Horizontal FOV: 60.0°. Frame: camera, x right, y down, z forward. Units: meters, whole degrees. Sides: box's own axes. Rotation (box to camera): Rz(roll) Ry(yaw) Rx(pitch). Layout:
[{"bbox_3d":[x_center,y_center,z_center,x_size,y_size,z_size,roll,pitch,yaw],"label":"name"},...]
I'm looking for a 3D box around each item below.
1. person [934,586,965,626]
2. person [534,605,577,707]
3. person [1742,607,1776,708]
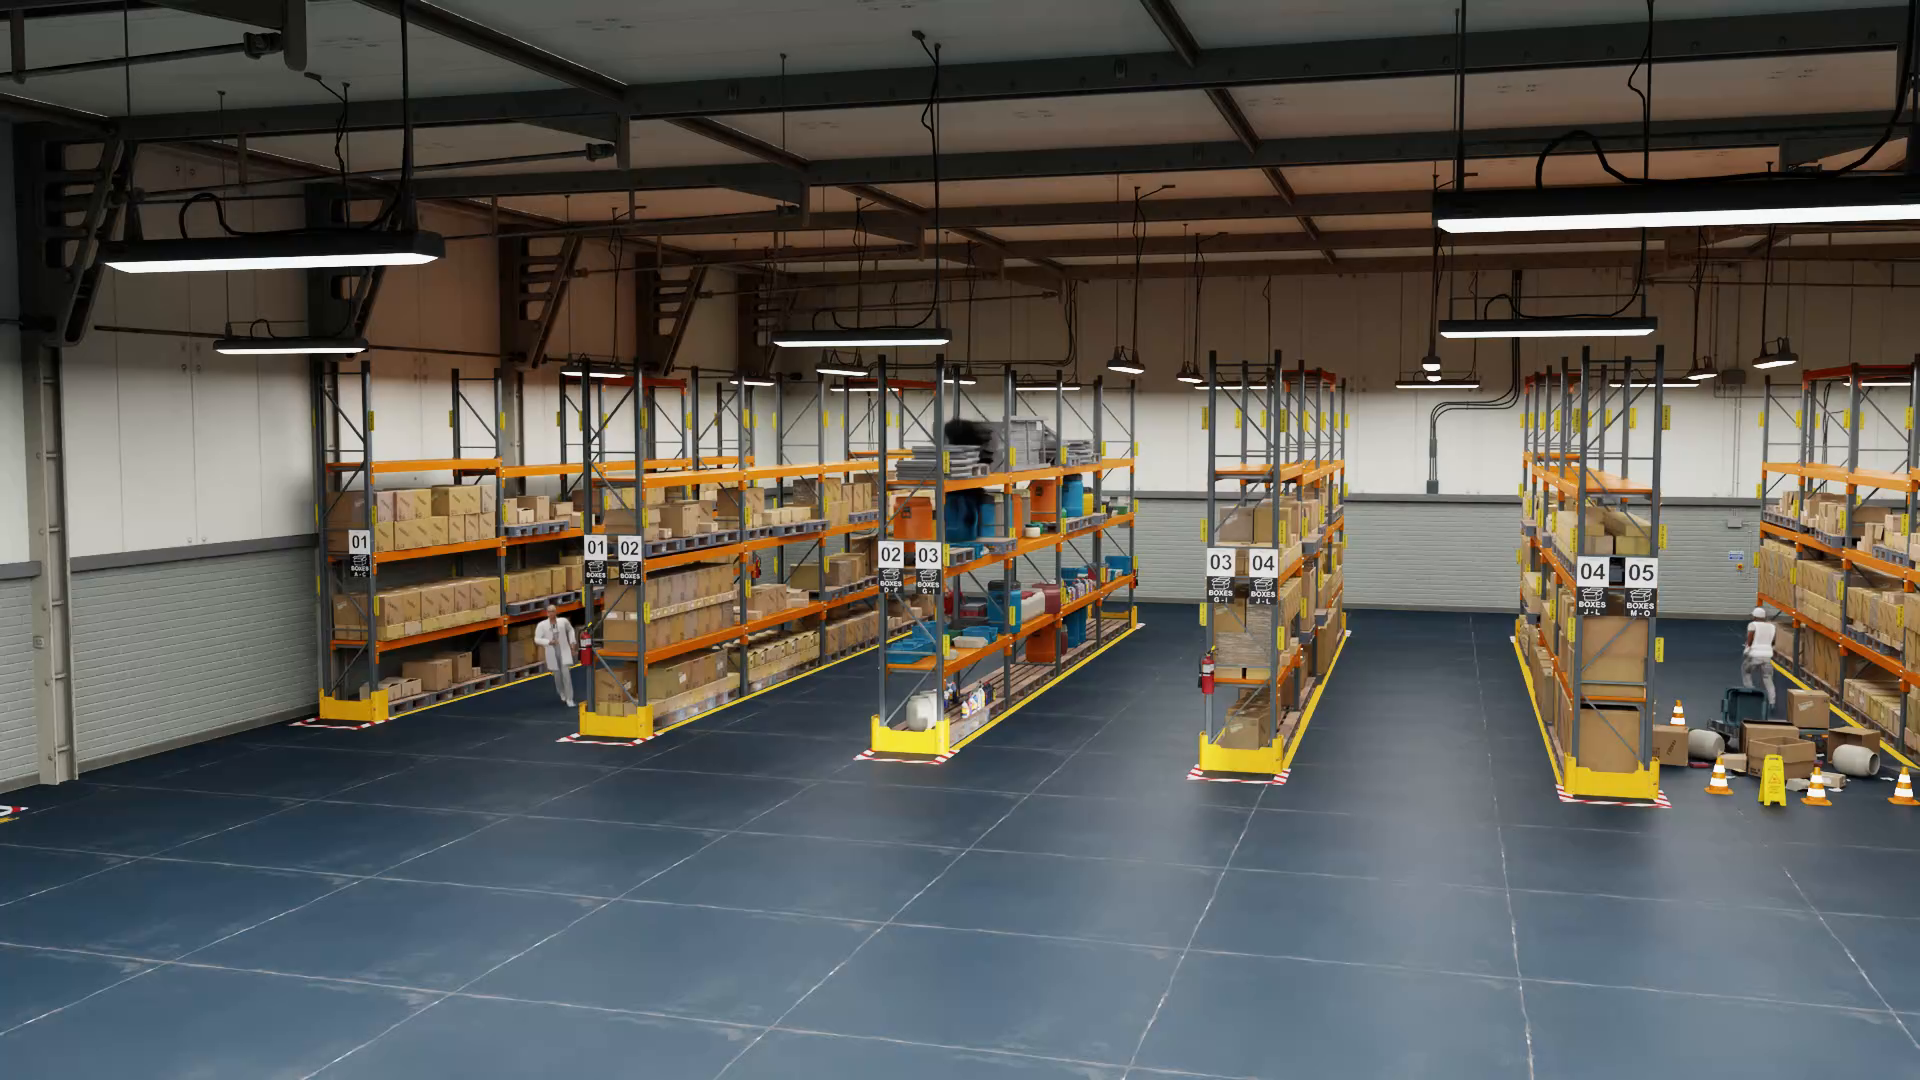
[{"bbox_3d":[-0.220,1.696,36.245,0.668,1.446,1.024,0,4,1],"label":"person"},{"bbox_3d":[-7.102,2.053,29.219,0.723,1.659,1.027,-1,4,-19],"label":"person"},{"bbox_3d":[13.912,2.050,28.921,0.632,1.727,0.993,0,4,5],"label":"person"}]
